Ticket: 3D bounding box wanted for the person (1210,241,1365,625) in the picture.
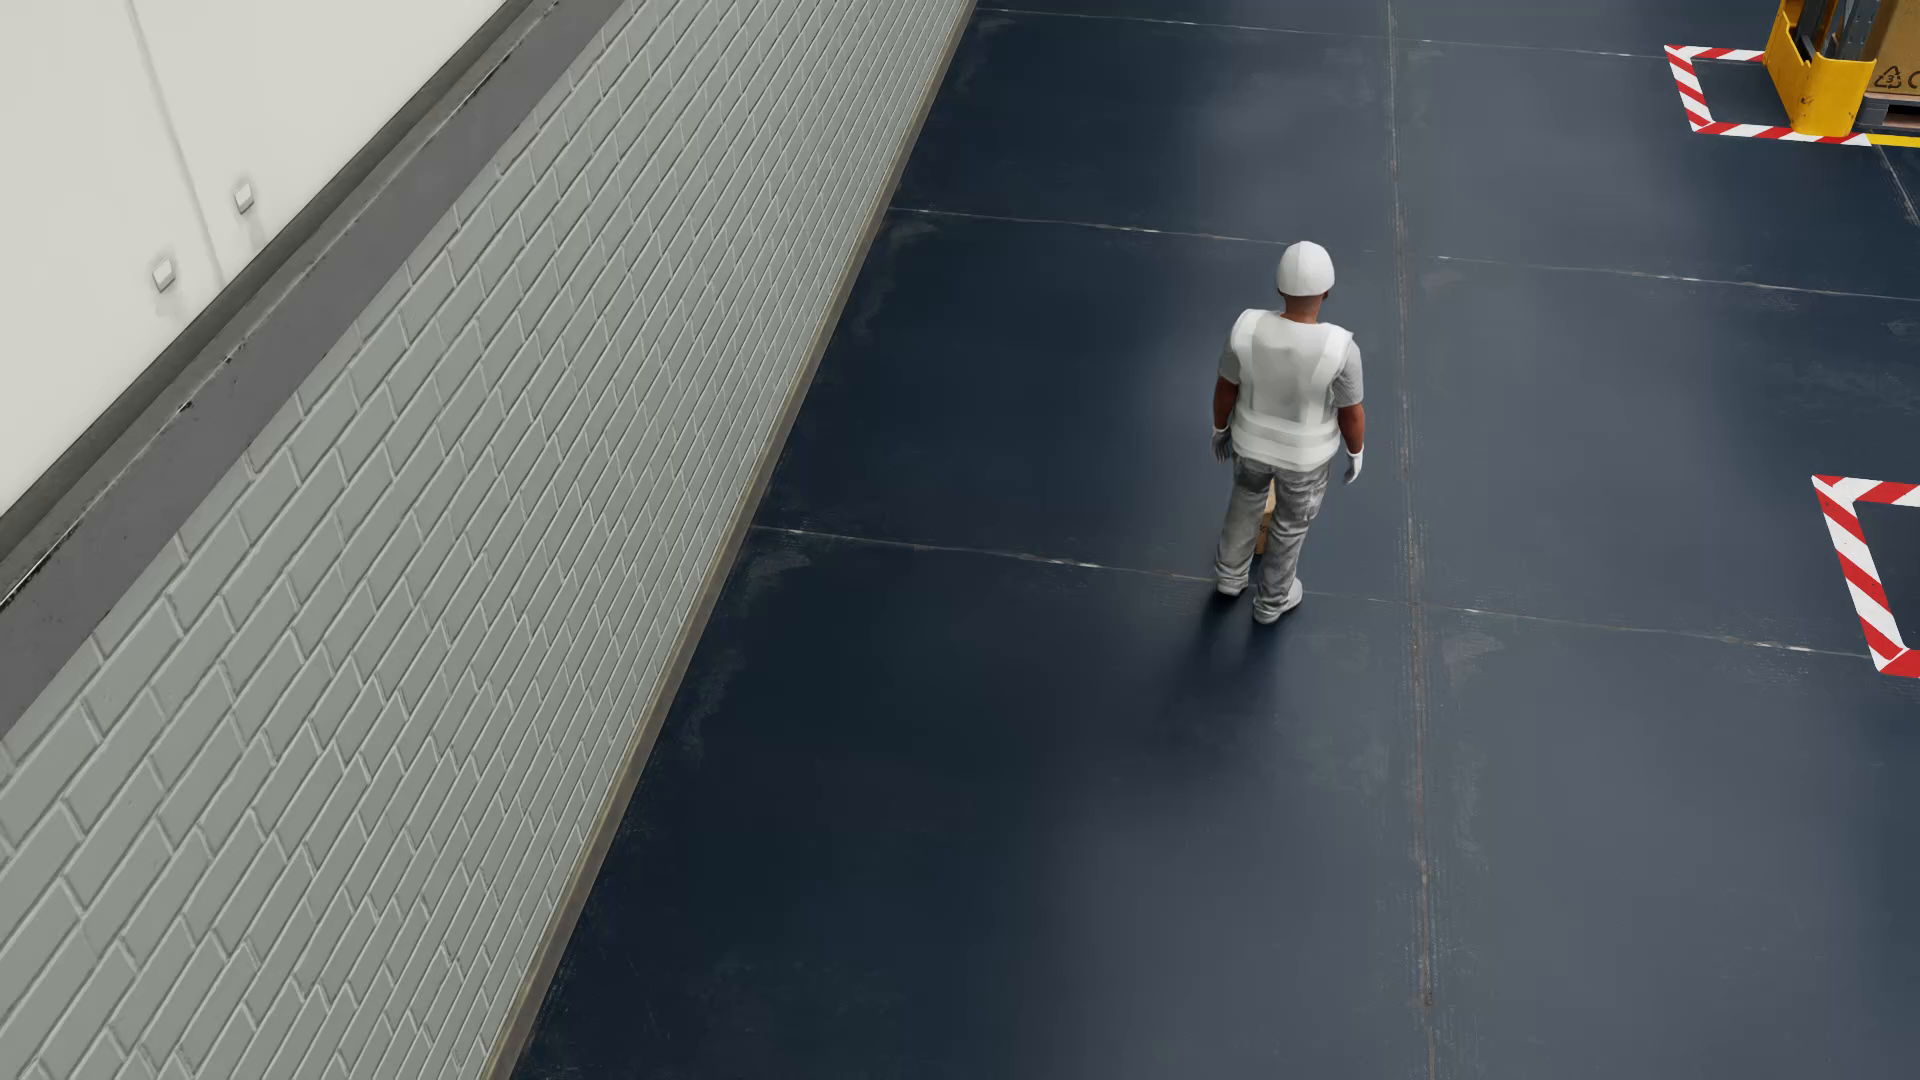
[{"bbox_3d":[1.304,-0.383,6.610,0.592,1.823,0.426,20,44,22],"label":"person"}]
